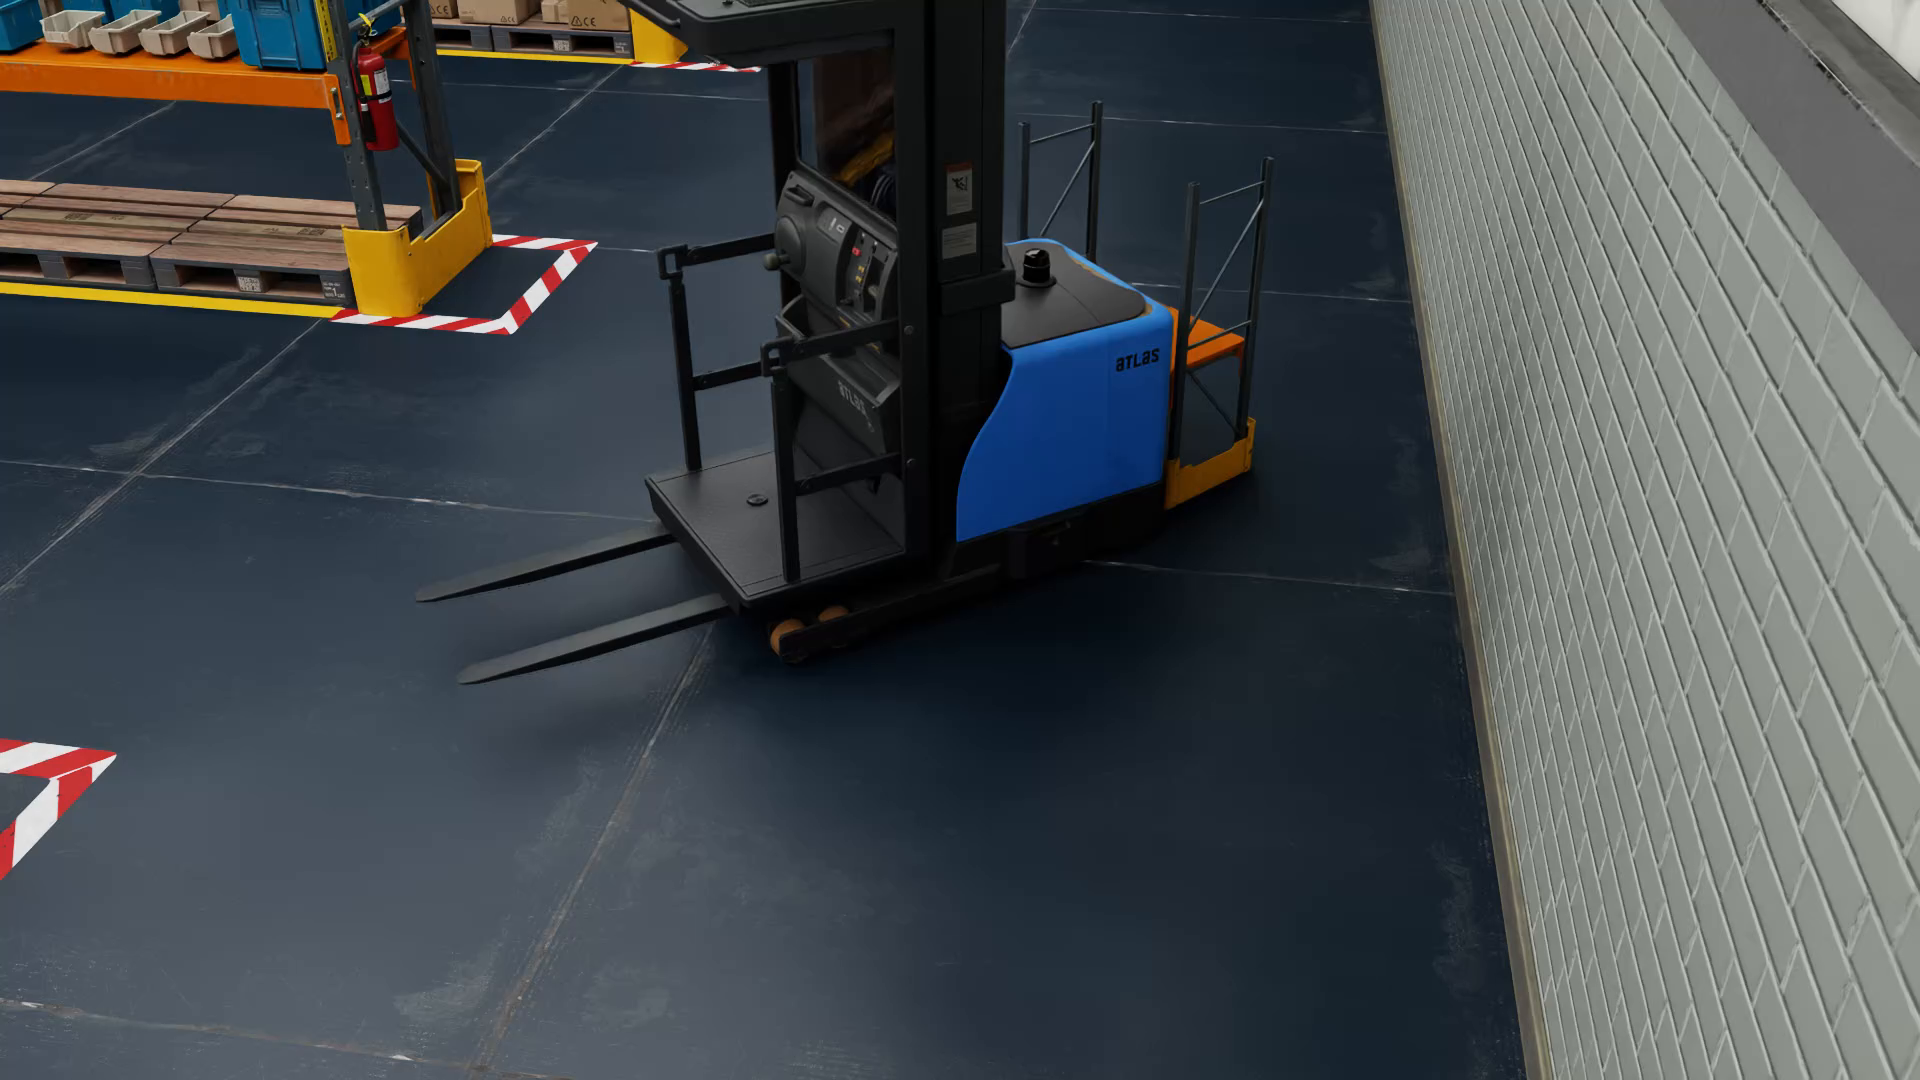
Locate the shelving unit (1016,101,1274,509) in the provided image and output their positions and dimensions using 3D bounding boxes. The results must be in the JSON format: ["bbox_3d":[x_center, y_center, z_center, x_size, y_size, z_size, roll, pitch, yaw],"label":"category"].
[{"bbox_3d":[0.796,-1.087,7.572,0.587,1.500,1.083,-25,40,-34],"label":"shelving unit"}]

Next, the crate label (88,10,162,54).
[{"bbox_3d":[-4.526,-2.751,9.010,0.243,0.136,0.396,5,32,8],"label":"crate label"}]

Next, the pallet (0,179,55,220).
[{"bbox_3d":[-6.341,-1.944,10.156,1.213,0.211,1.003,5,32,8],"label":"pallet"}]

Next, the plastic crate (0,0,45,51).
[{"bbox_3d":[-5.197,-2.818,9.026,0.300,0.233,0.416,5,32,8],"label":"plastic crate"}]

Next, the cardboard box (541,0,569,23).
[{"bbox_3d":[-3.254,-4.393,13.697,0.250,0.166,0.380,5,32,8],"label":"cardboard box"}]

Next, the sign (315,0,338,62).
[{"bbox_3d":[-3.206,-2.594,8.413,0.005,0.325,0.100,5,32,8],"label":"sign"}]

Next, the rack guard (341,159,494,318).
[{"bbox_3d":[-3.104,-1.759,9.589,0.348,0.500,1.175,5,32,8],"label":"rack guard"}]

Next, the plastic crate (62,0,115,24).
[{"bbox_3d":[-4.911,-3.107,9.488,0.300,0.233,0.416,5,32,8],"label":"plastic crate"}]

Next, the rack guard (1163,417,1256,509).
[{"bbox_3d":[1.121,-0.357,7.584,0.587,0.250,0.087,-25,40,-34],"label":"rack guard"}]

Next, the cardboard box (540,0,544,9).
[{"bbox_3d":[-3.274,-4.667,14.056,0.500,0.250,0.500,5,32,8],"label":"cardboard box"}]

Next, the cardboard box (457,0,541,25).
[{"bbox_3d":[-3.801,-4.446,13.702,0.500,0.250,0.500,5,32,8],"label":"cardboard box"}]

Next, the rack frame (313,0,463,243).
[{"bbox_3d":[-3.129,-2.814,8.919,0.127,3.000,1.000,5,32,8],"label":"rack frame"}]

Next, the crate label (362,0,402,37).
[{"bbox_3d":[-3.317,-2.963,9.257,0.303,0.233,0.416,5,32,8],"label":"crate label"}]

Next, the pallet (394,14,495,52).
[{"bbox_3d":[-4.352,-4.410,14.097,1.213,0.211,1.003,5,32,8],"label":"pallet"}]

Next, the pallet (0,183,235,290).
[{"bbox_3d":[-5.135,-1.836,9.984,1.213,0.211,1.003,5,32,8],"label":"pallet"}]

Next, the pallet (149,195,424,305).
[{"bbox_3d":[-3.936,-1.726,9.809,1.213,0.211,1.003,5,32,8],"label":"pallet"}]

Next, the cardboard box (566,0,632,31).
[{"bbox_3d":[-2.870,-4.451,13.475,0.500,0.500,0.500,5,32,8],"label":"cardboard box"}]

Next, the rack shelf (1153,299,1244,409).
[{"bbox_3d":[0.790,-0.938,7.674,0.538,0.185,1.000,-25,40,-34],"label":"rack shelf"}]

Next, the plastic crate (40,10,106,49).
[{"bbox_3d":[-4.821,-2.768,9.037,0.250,0.136,0.298,5,32,8],"label":"plastic crate"}]

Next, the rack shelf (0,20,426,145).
[{"bbox_3d":[-5.101,-2.688,9.395,4.000,0.370,1.077,5,32,8],"label":"rack shelf"}]

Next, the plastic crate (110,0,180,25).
[{"bbox_3d":[-4.615,-3.080,9.445,0.300,0.233,0.416,5,32,8],"label":"plastic crate"}]

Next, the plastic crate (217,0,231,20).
[{"bbox_3d":[-3.966,-3.022,9.351,0.300,0.233,0.416,5,32,8],"label":"plastic crate"}]

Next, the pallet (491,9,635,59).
[{"bbox_3d":[-3.153,-4.300,13.921,1.213,0.211,1.003,5,32,8],"label":"pallet"}]

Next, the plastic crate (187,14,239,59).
[{"bbox_3d":[-3.964,-2.706,8.938,0.243,0.136,0.396,5,32,8],"label":"plastic crate"}]

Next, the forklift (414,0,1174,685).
[{"bbox_3d":[-0.654,-1.085,6.221,3.031,2.935,1.130,-17,36,-25],"label":"forklift"}]

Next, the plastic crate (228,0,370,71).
[{"bbox_3d":[-3.491,-2.787,8.785,0.499,0.435,0.616,5,32,8],"label":"plastic crate"}]

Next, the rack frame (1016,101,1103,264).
[{"bbox_3d":[0.458,-1.295,7.905,0.500,1.500,0.032,-25,40,-34],"label":"rack frame"}]

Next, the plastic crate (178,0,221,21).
[{"bbox_3d":[-4.288,-3.054,9.495,0.298,0.136,0.250,5,32,8],"label":"plastic crate"}]

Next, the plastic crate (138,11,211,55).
[{"bbox_3d":[-4.247,-2.739,8.991,0.243,0.136,0.396,5,32,8],"label":"plastic crate"}]

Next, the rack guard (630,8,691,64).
[{"bbox_3d":[-2.367,-4.352,13.731,0.348,0.500,1.175,5,32,8],"label":"rack guard"}]

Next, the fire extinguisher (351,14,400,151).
[{"bbox_3d":[-3.057,-2.372,8.637,0.183,0.674,0.296,5,32,8],"label":"fire extinguisher"}]

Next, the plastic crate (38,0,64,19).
[{"bbox_3d":[-5.305,-3.087,9.546,0.466,0.136,0.293,5,32,8],"label":"plastic crate"}]

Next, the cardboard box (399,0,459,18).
[{"bbox_3d":[-4.383,-4.725,13.909,0.637,0.503,0.797,5,32,8],"label":"cardboard box"}]

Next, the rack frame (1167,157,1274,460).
[{"bbox_3d":[1.122,-0.886,7.252,0.500,1.500,0.032,-25,40,-34],"label":"rack frame"}]
